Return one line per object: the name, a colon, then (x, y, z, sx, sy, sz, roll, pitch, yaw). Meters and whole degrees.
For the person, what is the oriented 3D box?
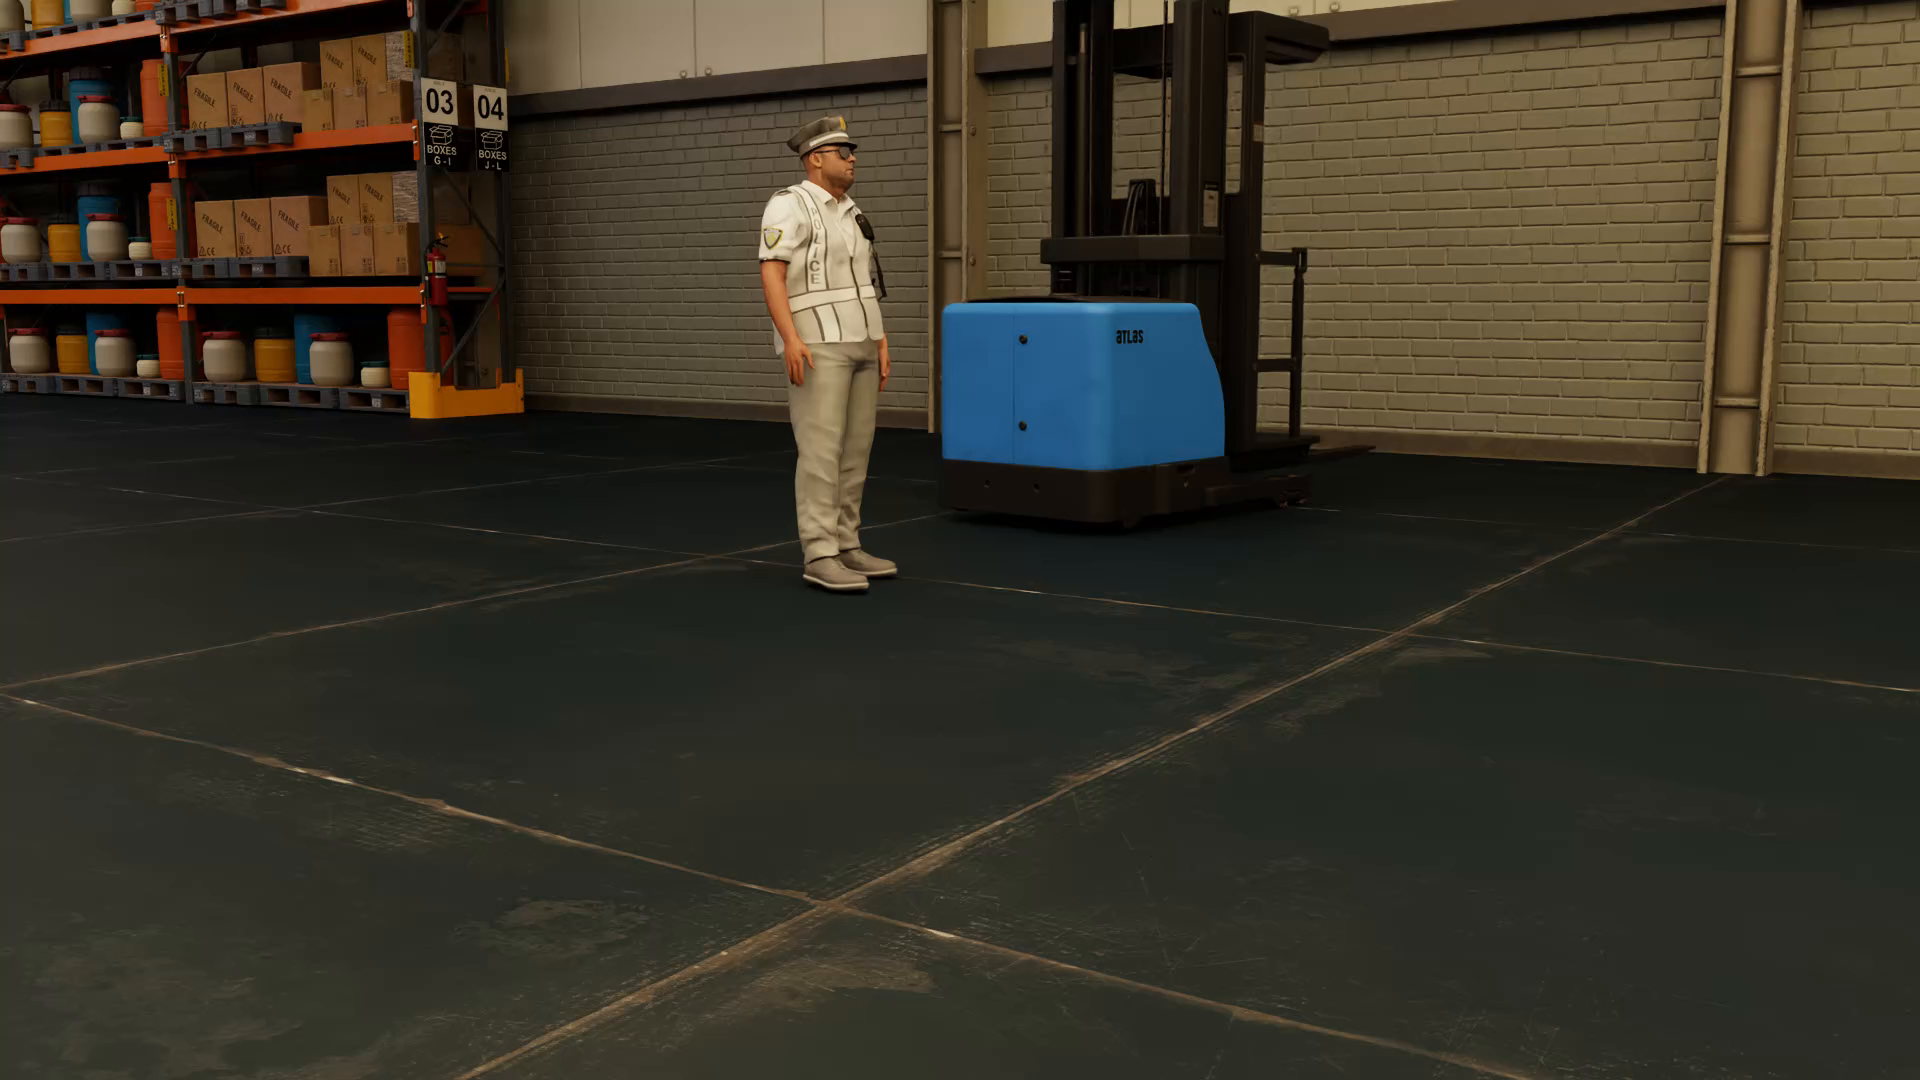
person: (-0.440, -0.739, 6.426, 0.574, 1.778, 0.644, 5, 10, 33)

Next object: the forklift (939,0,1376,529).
forklift: (1.244, -1.661, 8.874, 1.130, 2.935, 3.031, 7, 11, 41)
